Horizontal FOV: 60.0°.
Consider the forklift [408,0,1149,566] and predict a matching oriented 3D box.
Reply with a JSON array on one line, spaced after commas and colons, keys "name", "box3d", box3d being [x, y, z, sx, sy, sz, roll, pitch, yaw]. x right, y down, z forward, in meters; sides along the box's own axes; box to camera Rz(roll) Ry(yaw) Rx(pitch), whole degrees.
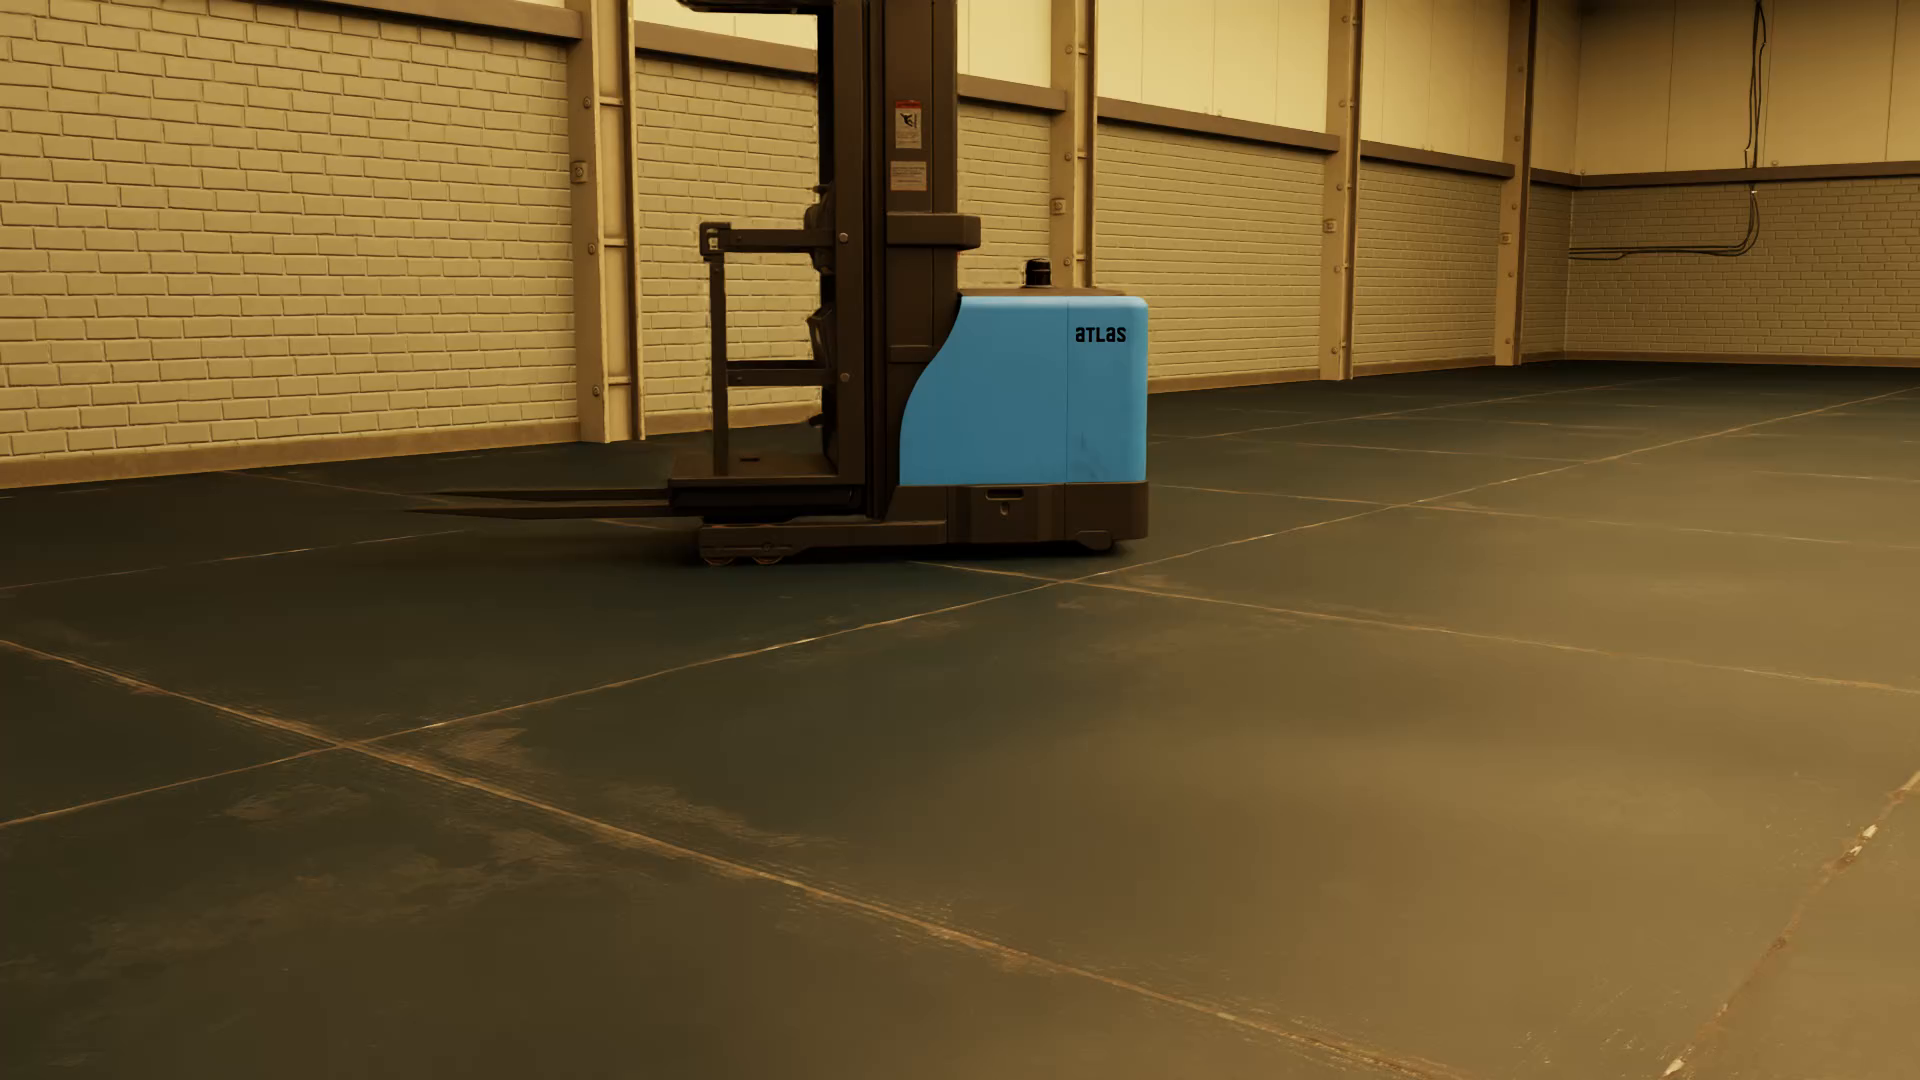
[{"name": "forklift", "box3d": [-0.766, -1.428, 7.039, 3.031, 2.935, 1.130, -1, 8, -8]}]
